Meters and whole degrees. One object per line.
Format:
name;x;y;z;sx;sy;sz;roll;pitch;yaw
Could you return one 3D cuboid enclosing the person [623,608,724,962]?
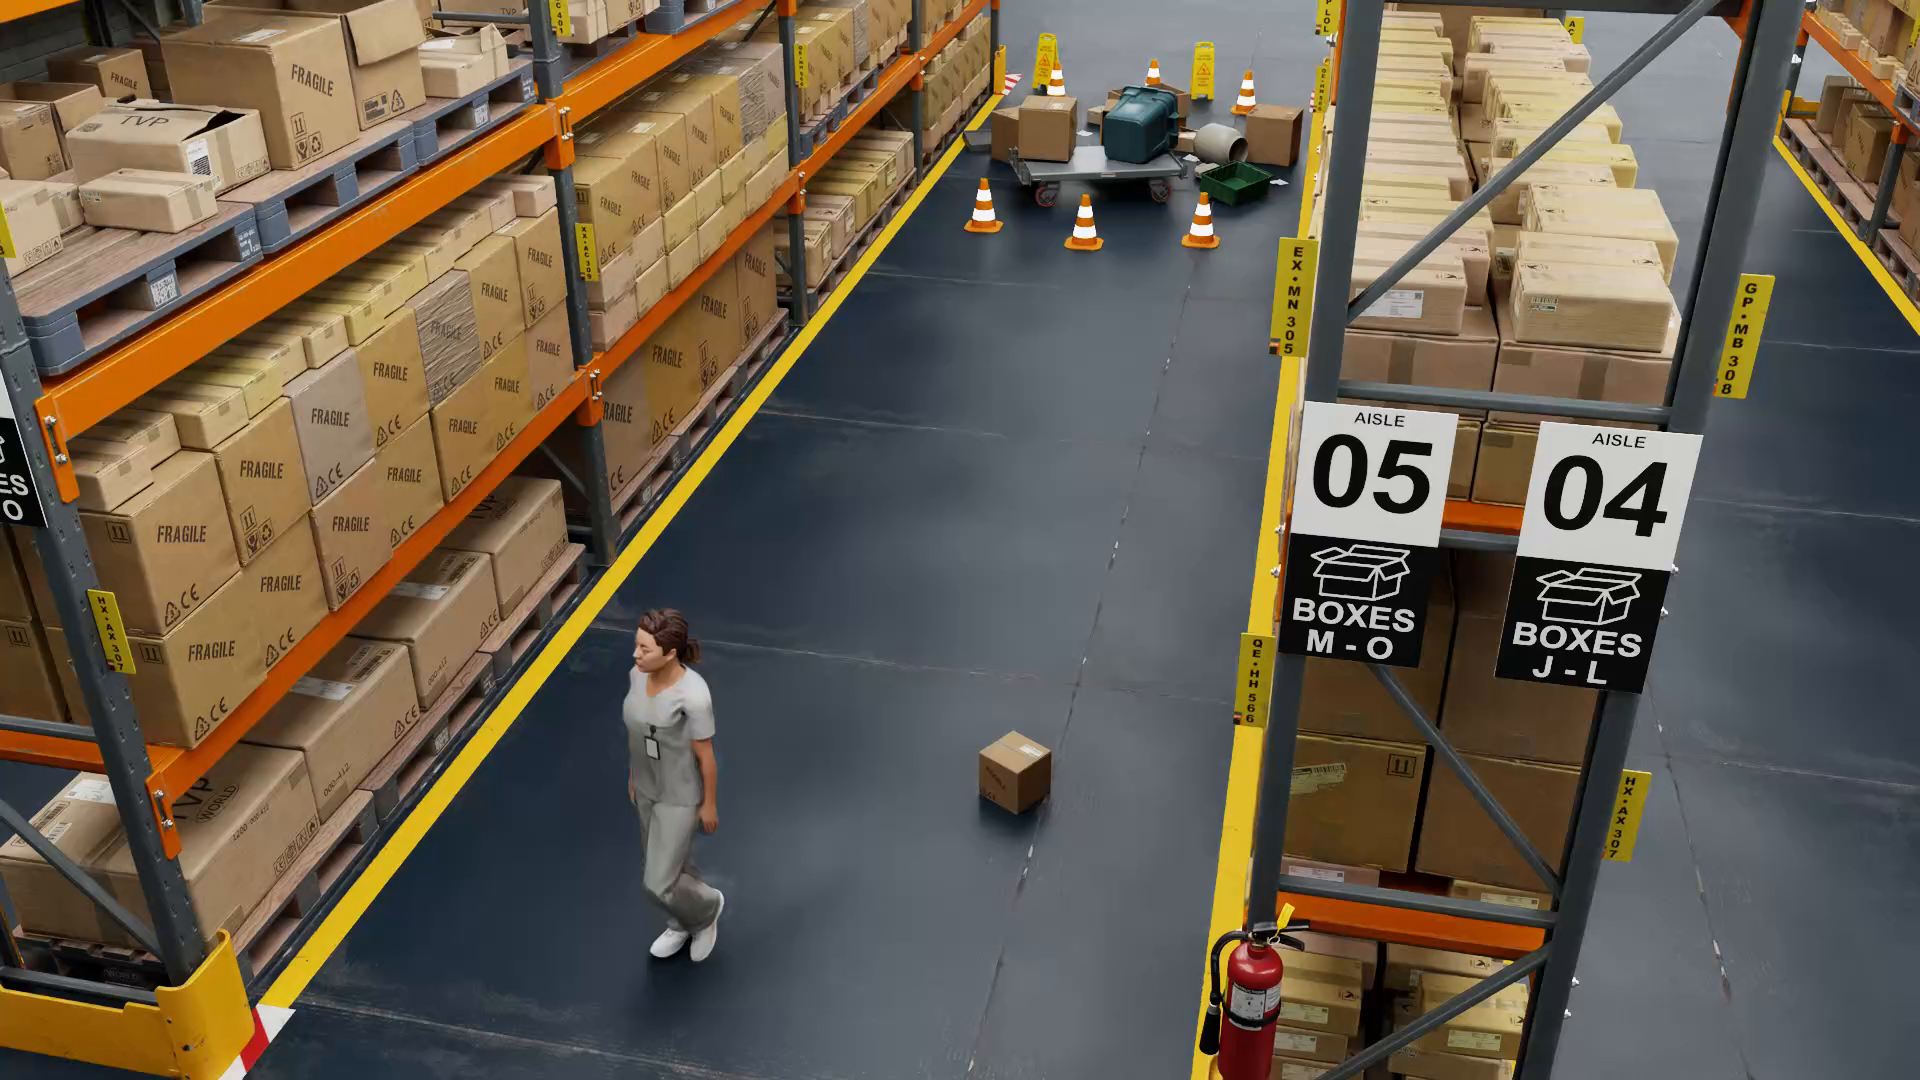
person;-1.195;1.025;6.708;0.460;1.666;0.460;24;37;36
